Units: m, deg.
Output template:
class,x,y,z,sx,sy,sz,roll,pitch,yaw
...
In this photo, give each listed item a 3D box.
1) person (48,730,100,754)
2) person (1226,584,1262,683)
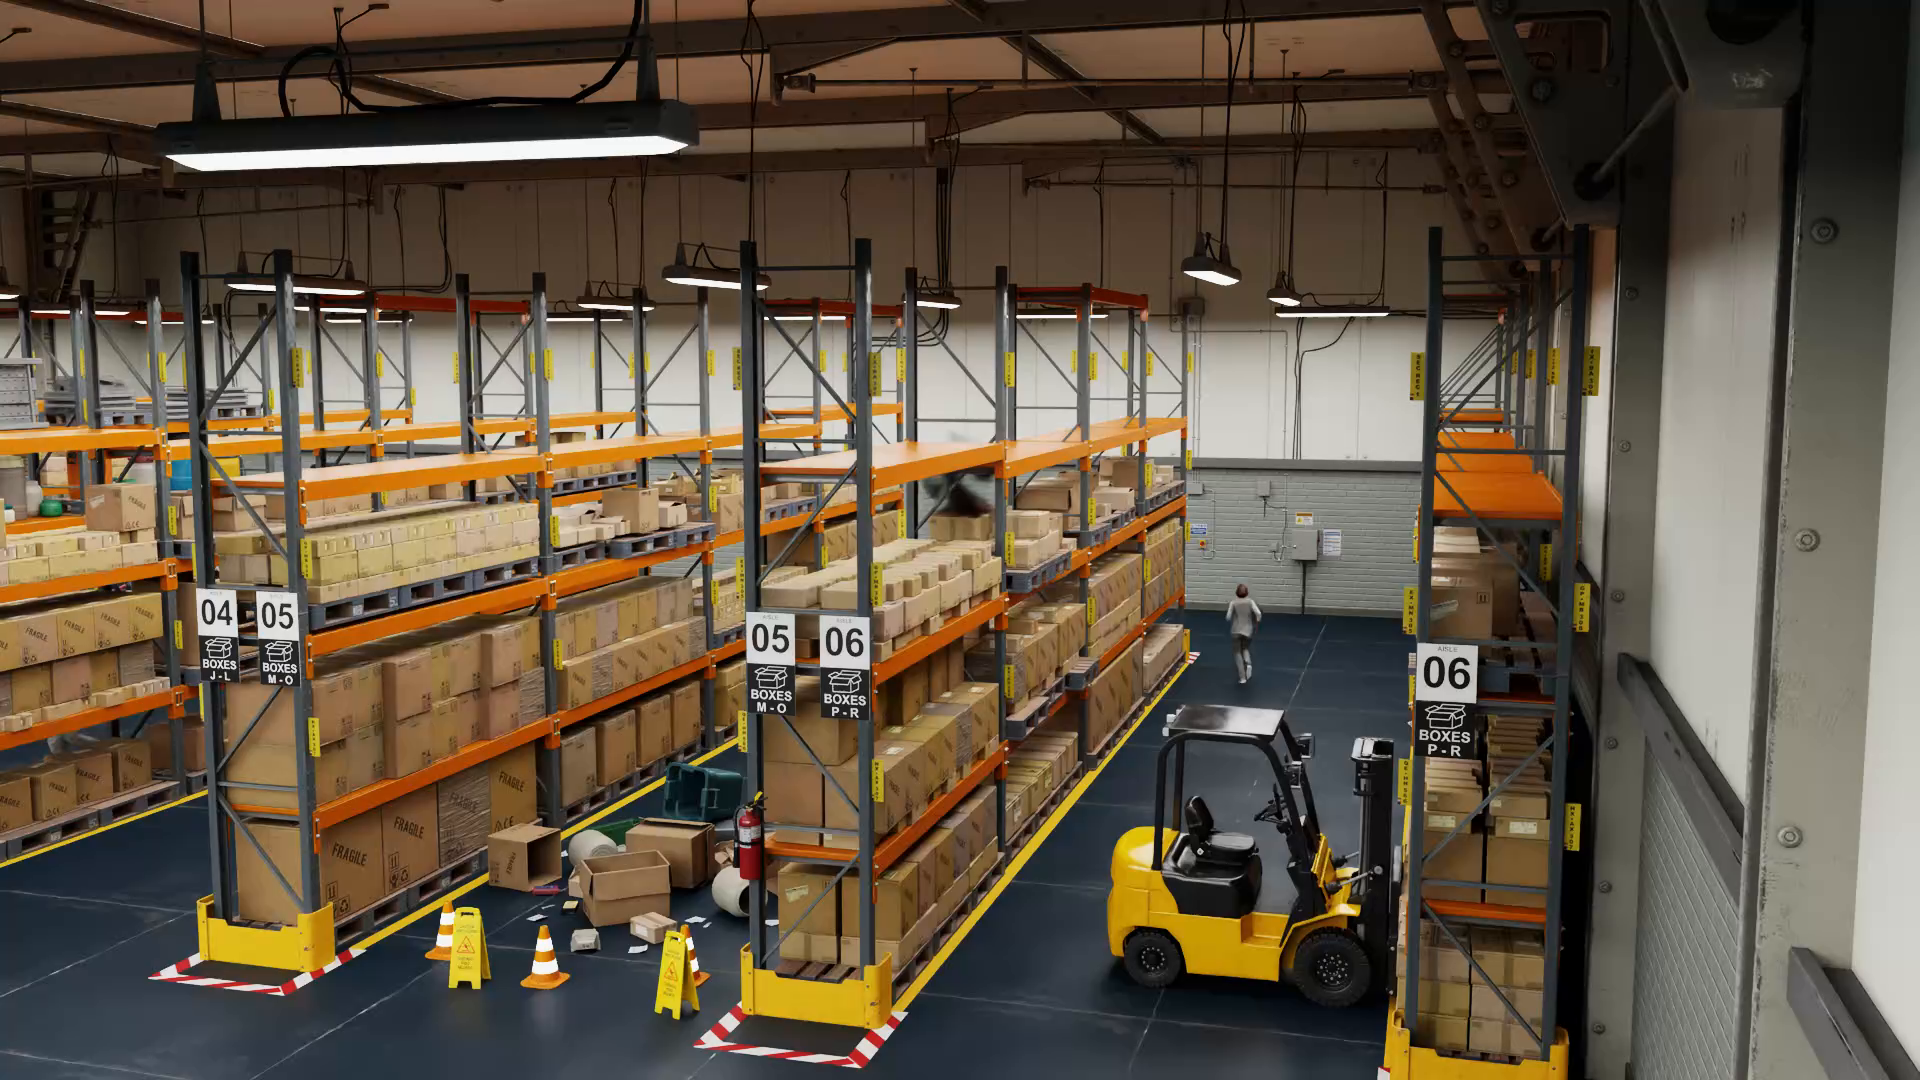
class,x,y,z,sx,sy,sz,roll,pitch,yaw
person,-10.864,2.075,20.340,0.566,1.675,0.784,2,7,19
person,4.443,1.458,26.172,0.518,1.564,0.576,0,6,-3
